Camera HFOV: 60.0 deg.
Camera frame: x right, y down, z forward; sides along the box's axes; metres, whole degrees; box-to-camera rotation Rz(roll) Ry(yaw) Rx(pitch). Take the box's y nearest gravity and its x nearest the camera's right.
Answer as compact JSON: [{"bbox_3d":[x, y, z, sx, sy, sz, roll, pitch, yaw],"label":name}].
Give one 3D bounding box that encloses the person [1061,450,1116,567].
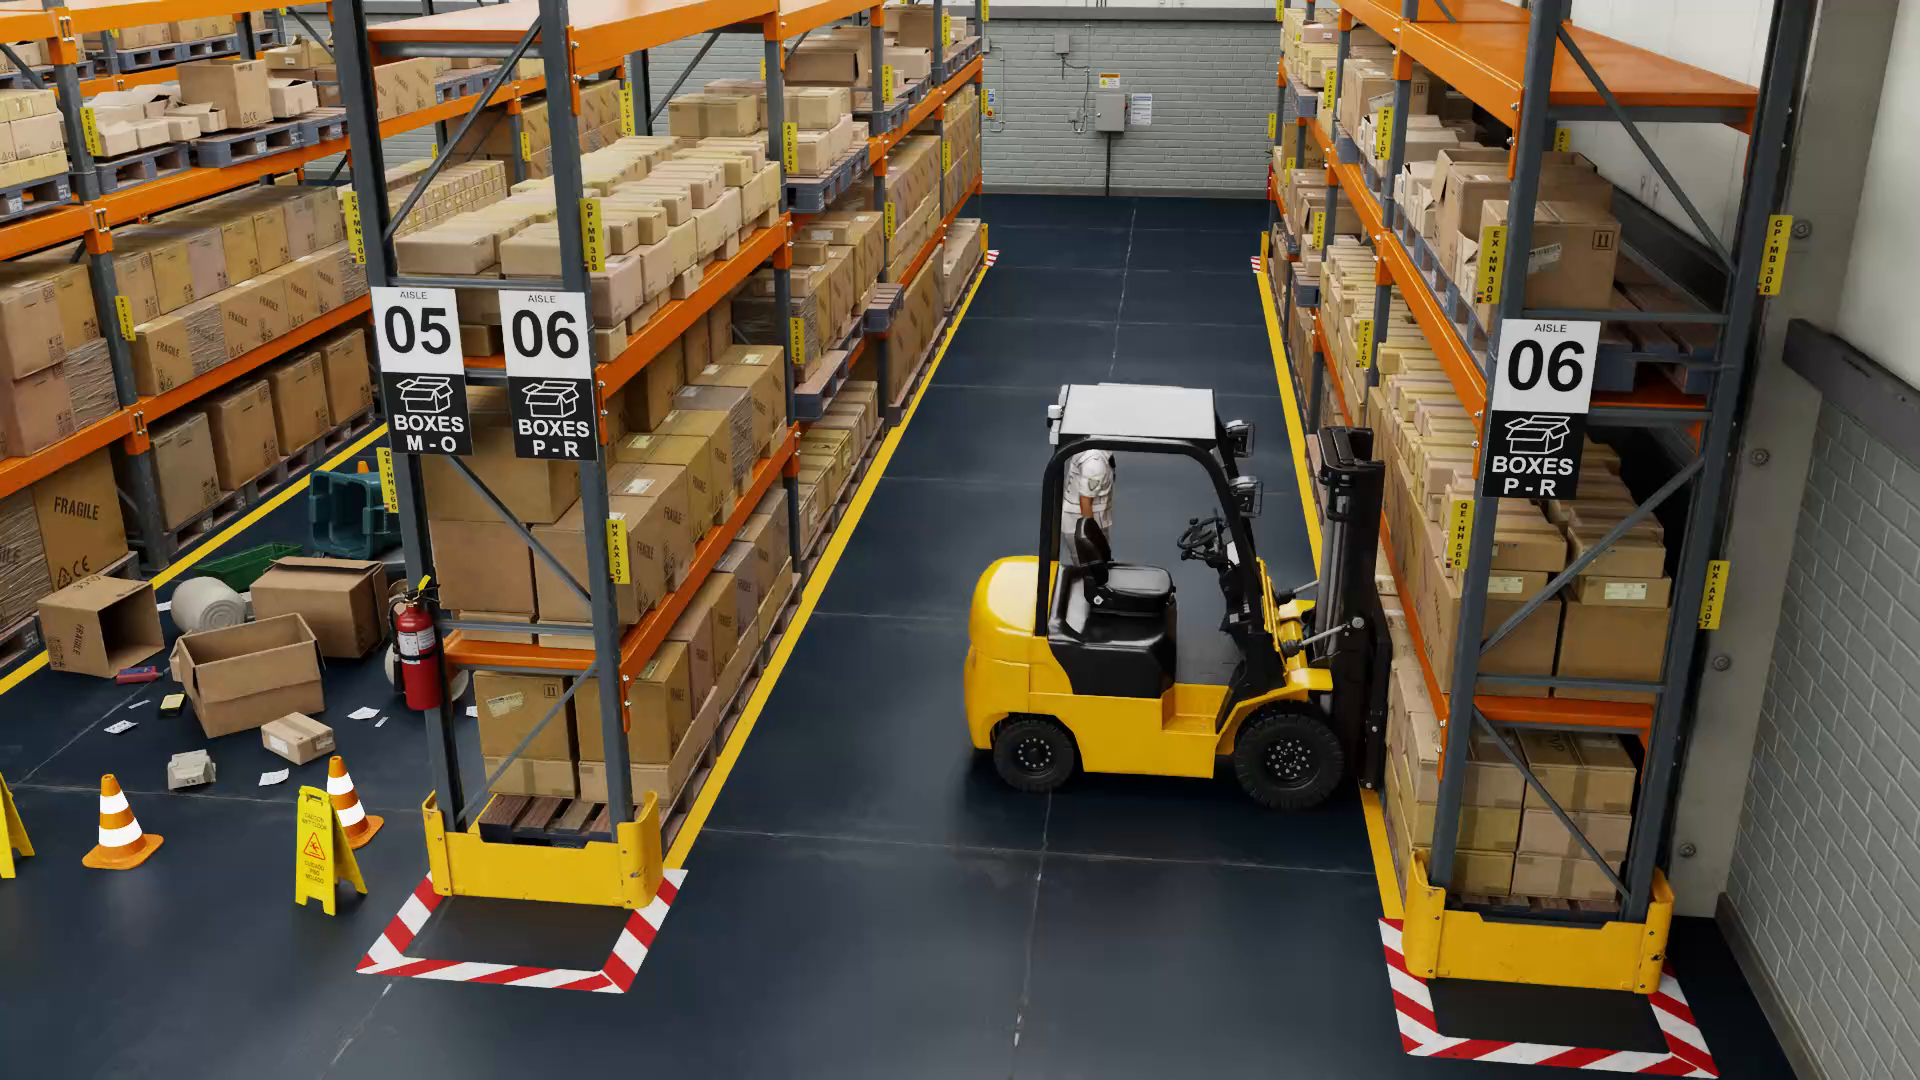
[{"bbox_3d":[0.878,-0.073,11.281,0.399,1.652,0.540,3,21,7],"label":"person"}]
